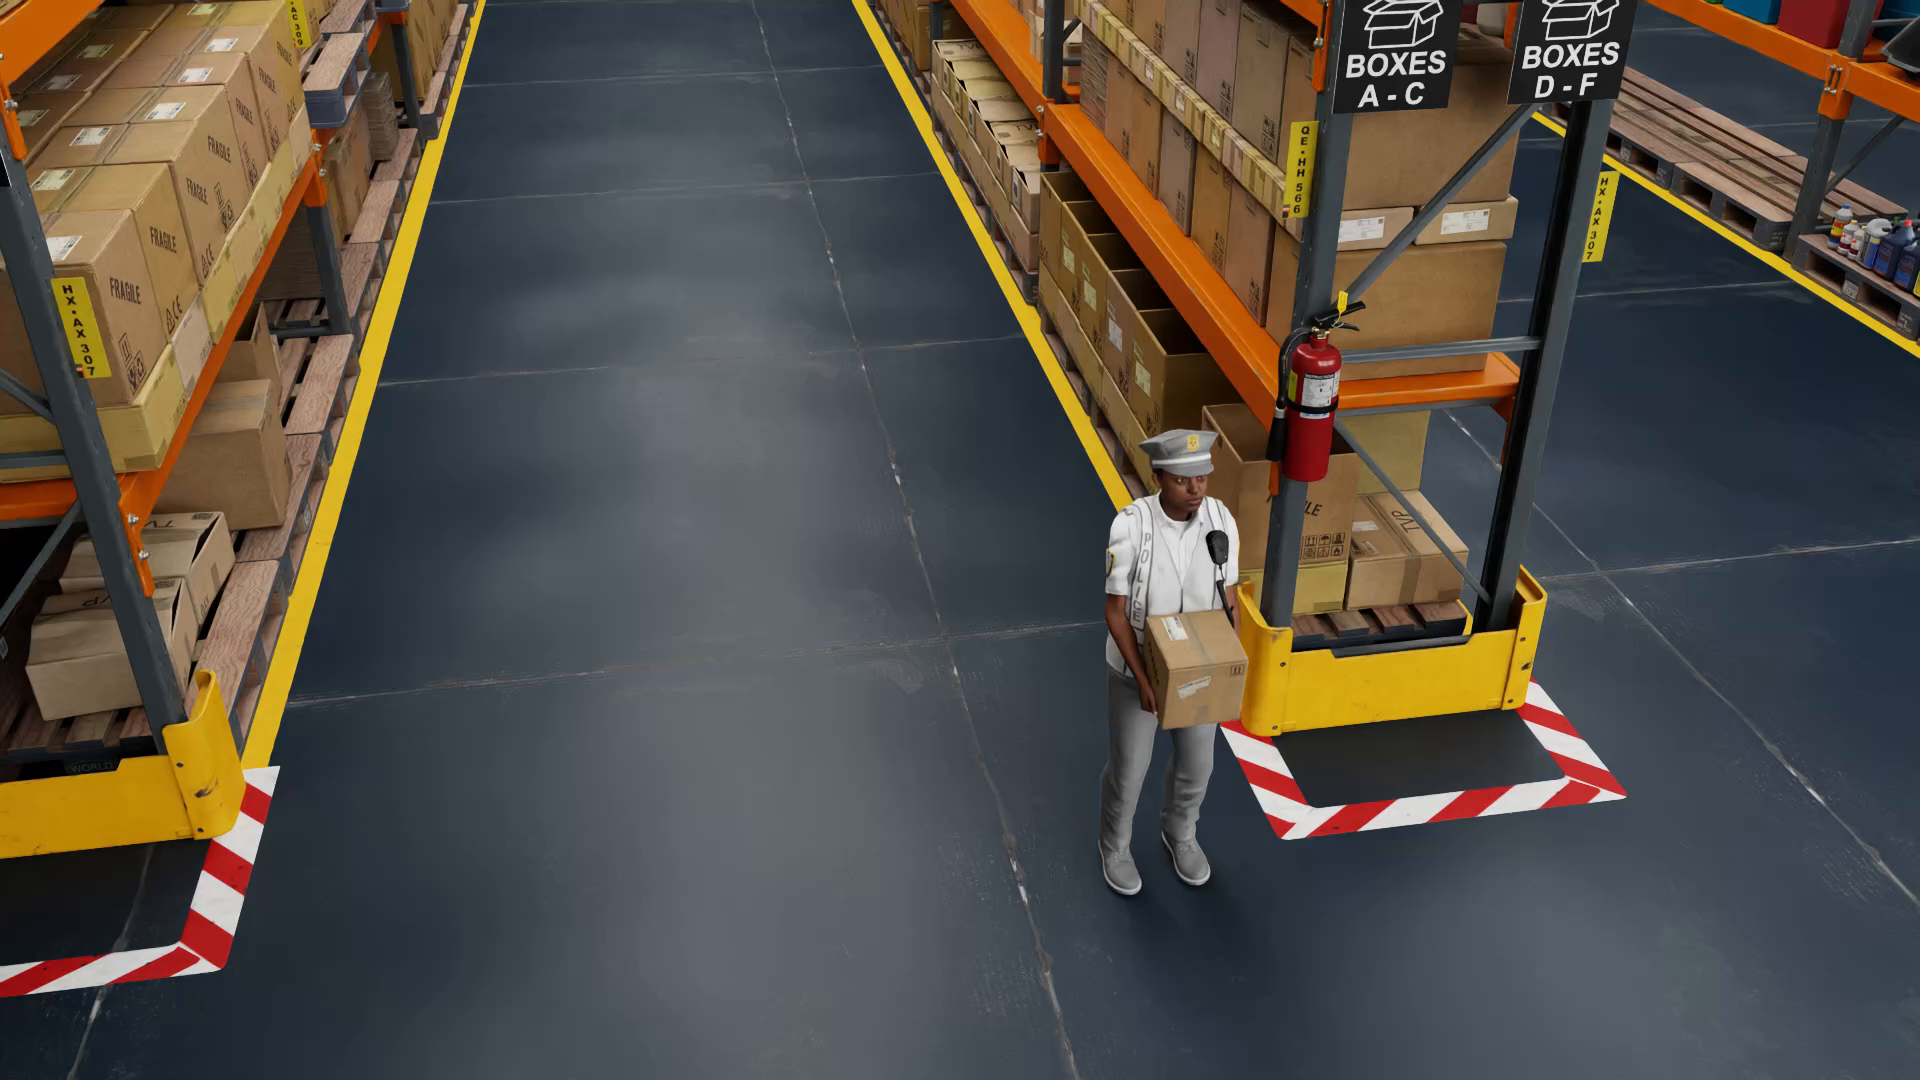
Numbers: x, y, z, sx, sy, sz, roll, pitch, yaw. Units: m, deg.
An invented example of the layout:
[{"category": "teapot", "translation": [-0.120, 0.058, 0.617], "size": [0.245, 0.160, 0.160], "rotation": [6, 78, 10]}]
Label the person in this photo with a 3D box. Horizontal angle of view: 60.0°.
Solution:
[{"category": "person", "translation": [0.685, 0.434, 5.379], "size": [0.450, 1.688, 0.535], "rotation": [-6, 31, -10]}]
